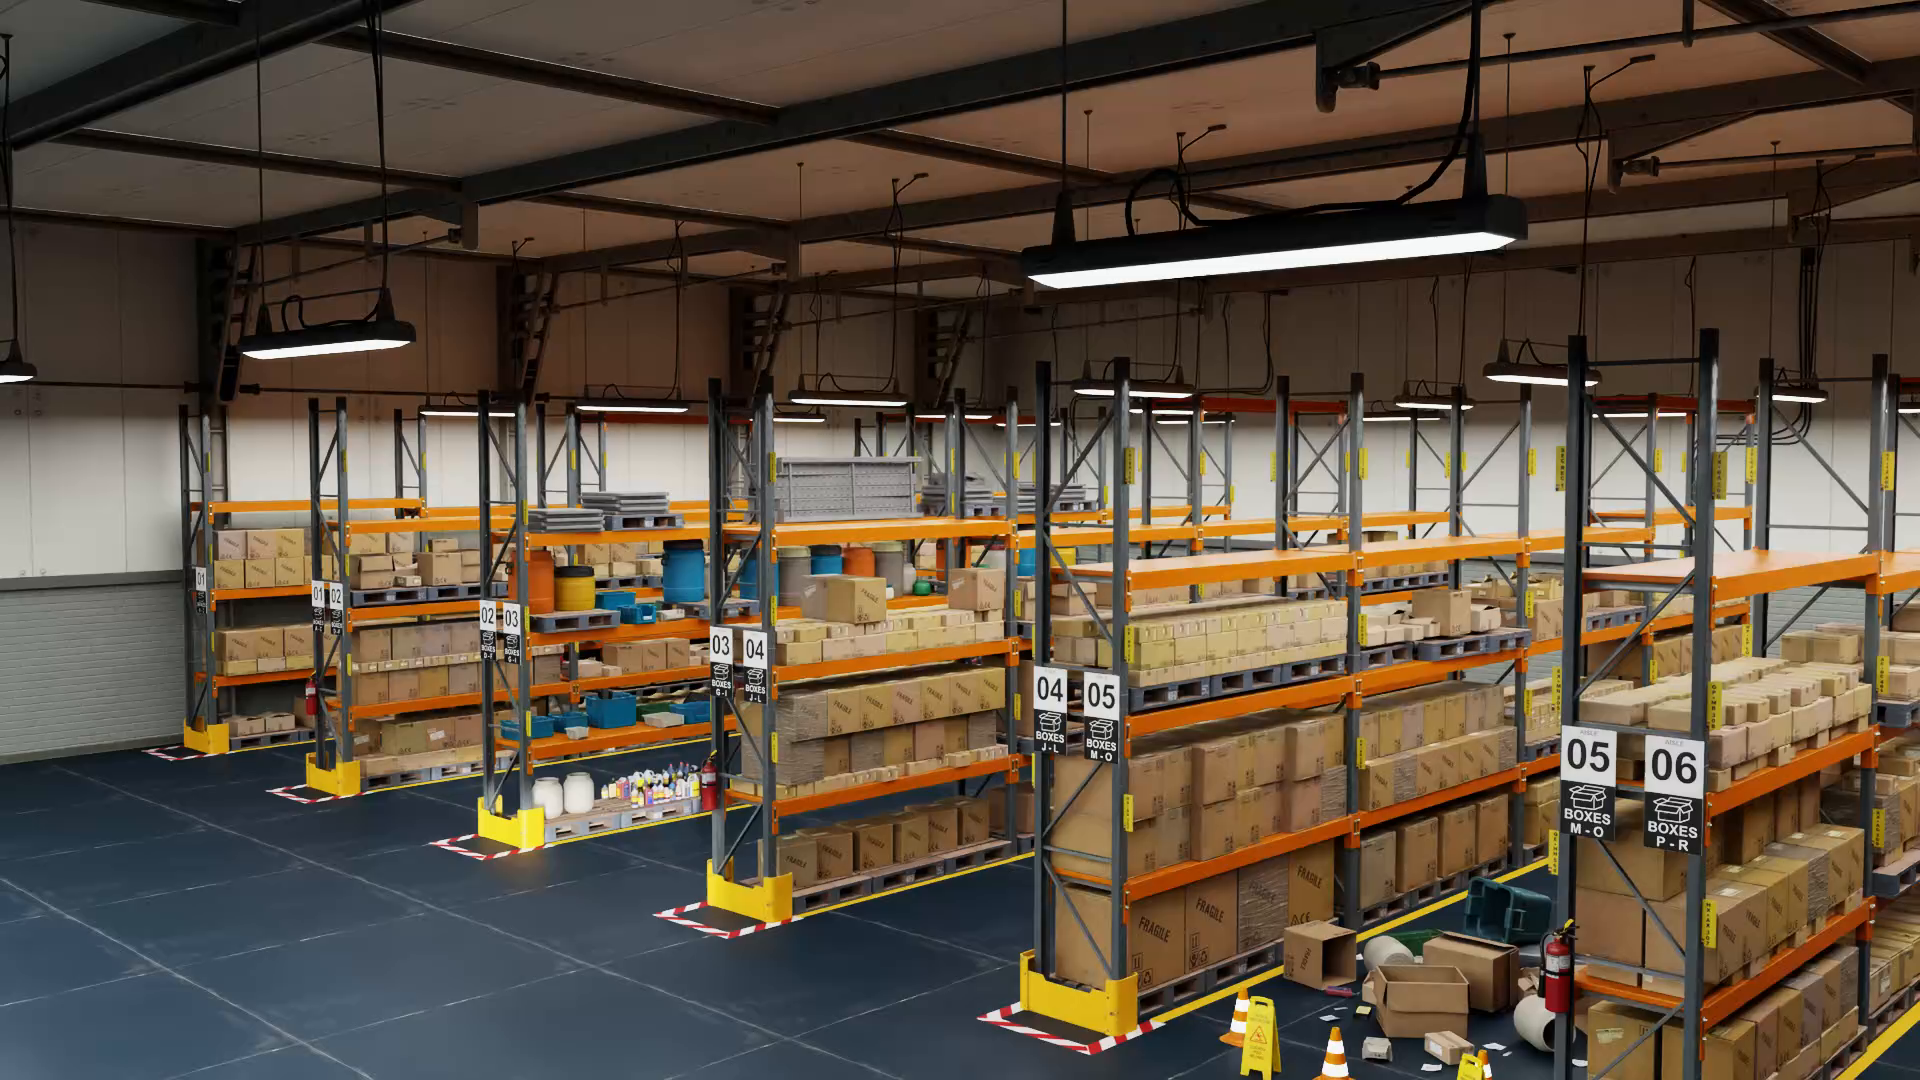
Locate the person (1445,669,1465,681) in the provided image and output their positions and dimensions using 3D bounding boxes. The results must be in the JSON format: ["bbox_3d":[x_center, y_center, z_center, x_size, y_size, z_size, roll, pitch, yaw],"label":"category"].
[{"bbox_3d":[9.263,2.660,31.317,0.442,1.752,0.545,0,3,-5],"label":"person"}]

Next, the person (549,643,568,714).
[{"bbox_3d":[-7.558,2.654,31.071,0.534,1.715,0.549,-1,3,-11],"label":"person"}]
